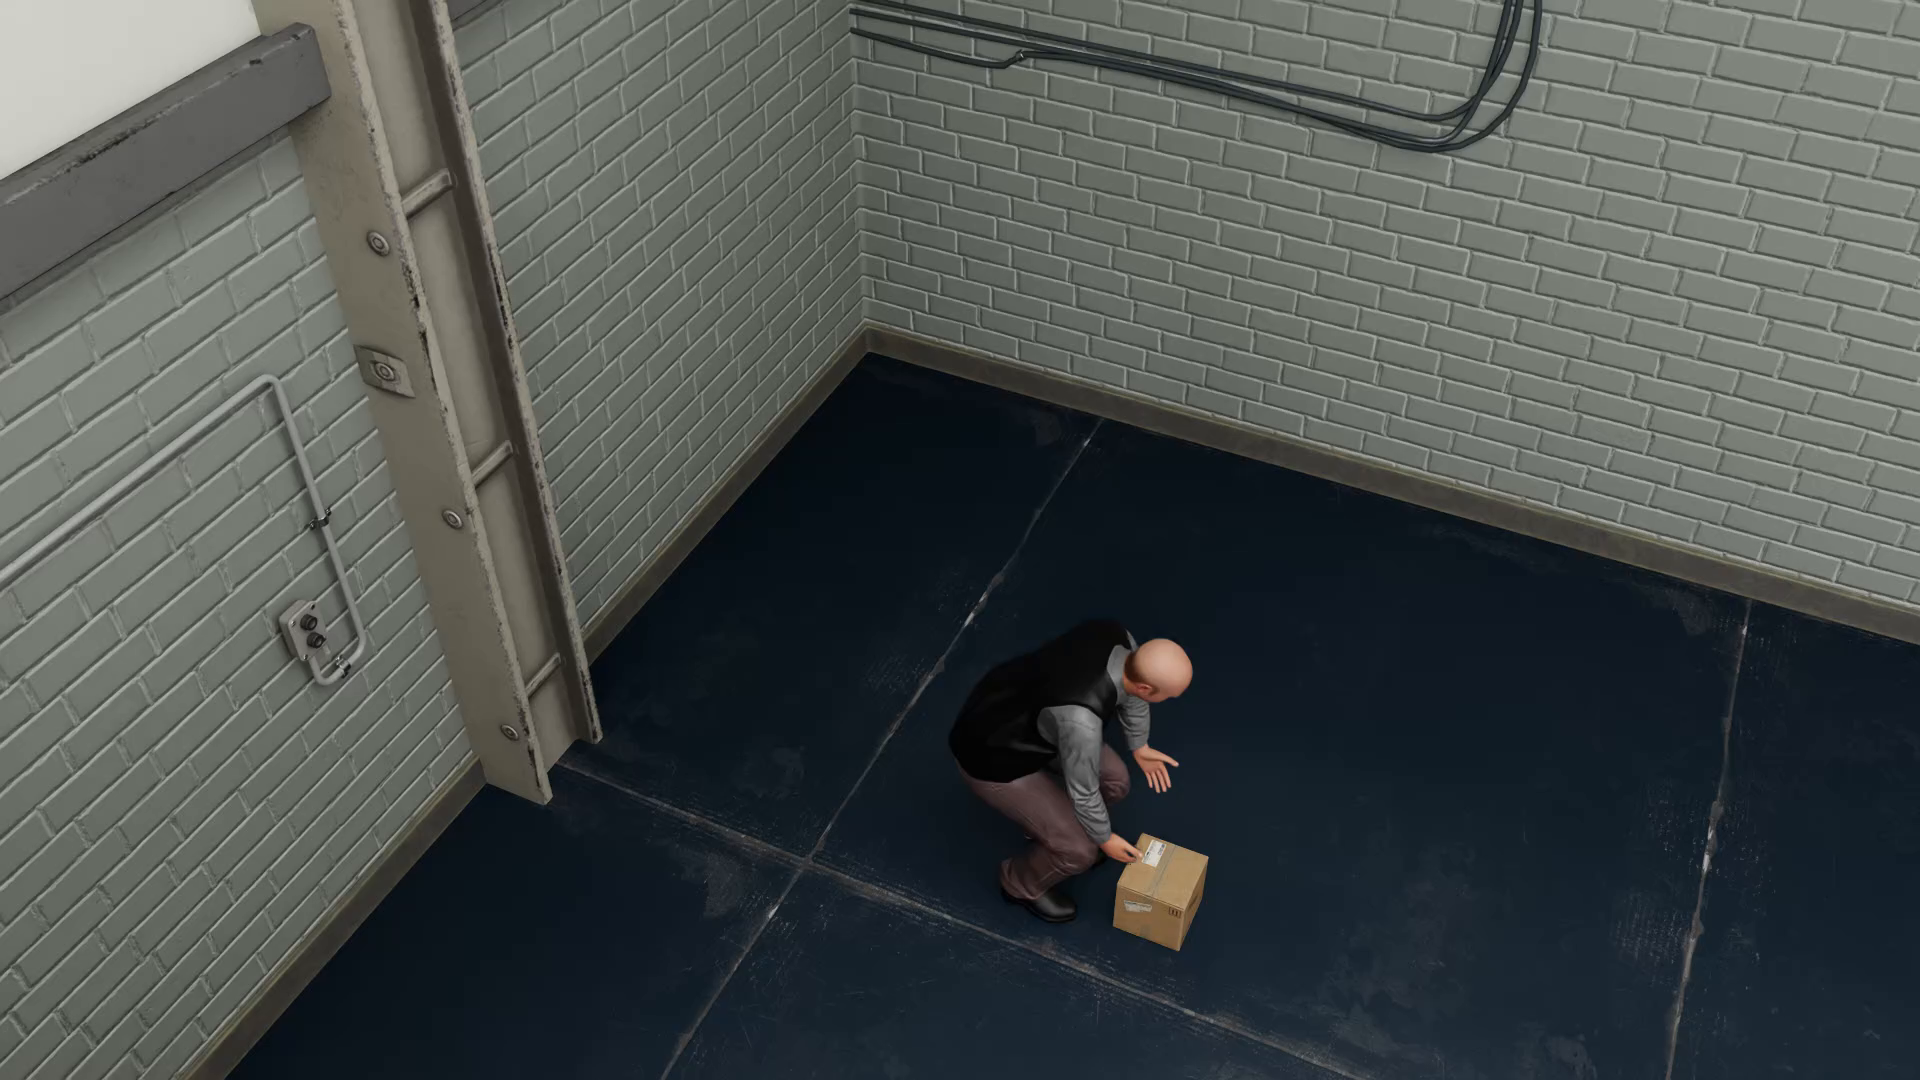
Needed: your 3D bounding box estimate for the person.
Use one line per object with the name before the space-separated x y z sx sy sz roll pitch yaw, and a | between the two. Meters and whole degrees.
person | 0.371 0.735 5.684 0.771 1.285 0.587 17 45 18
